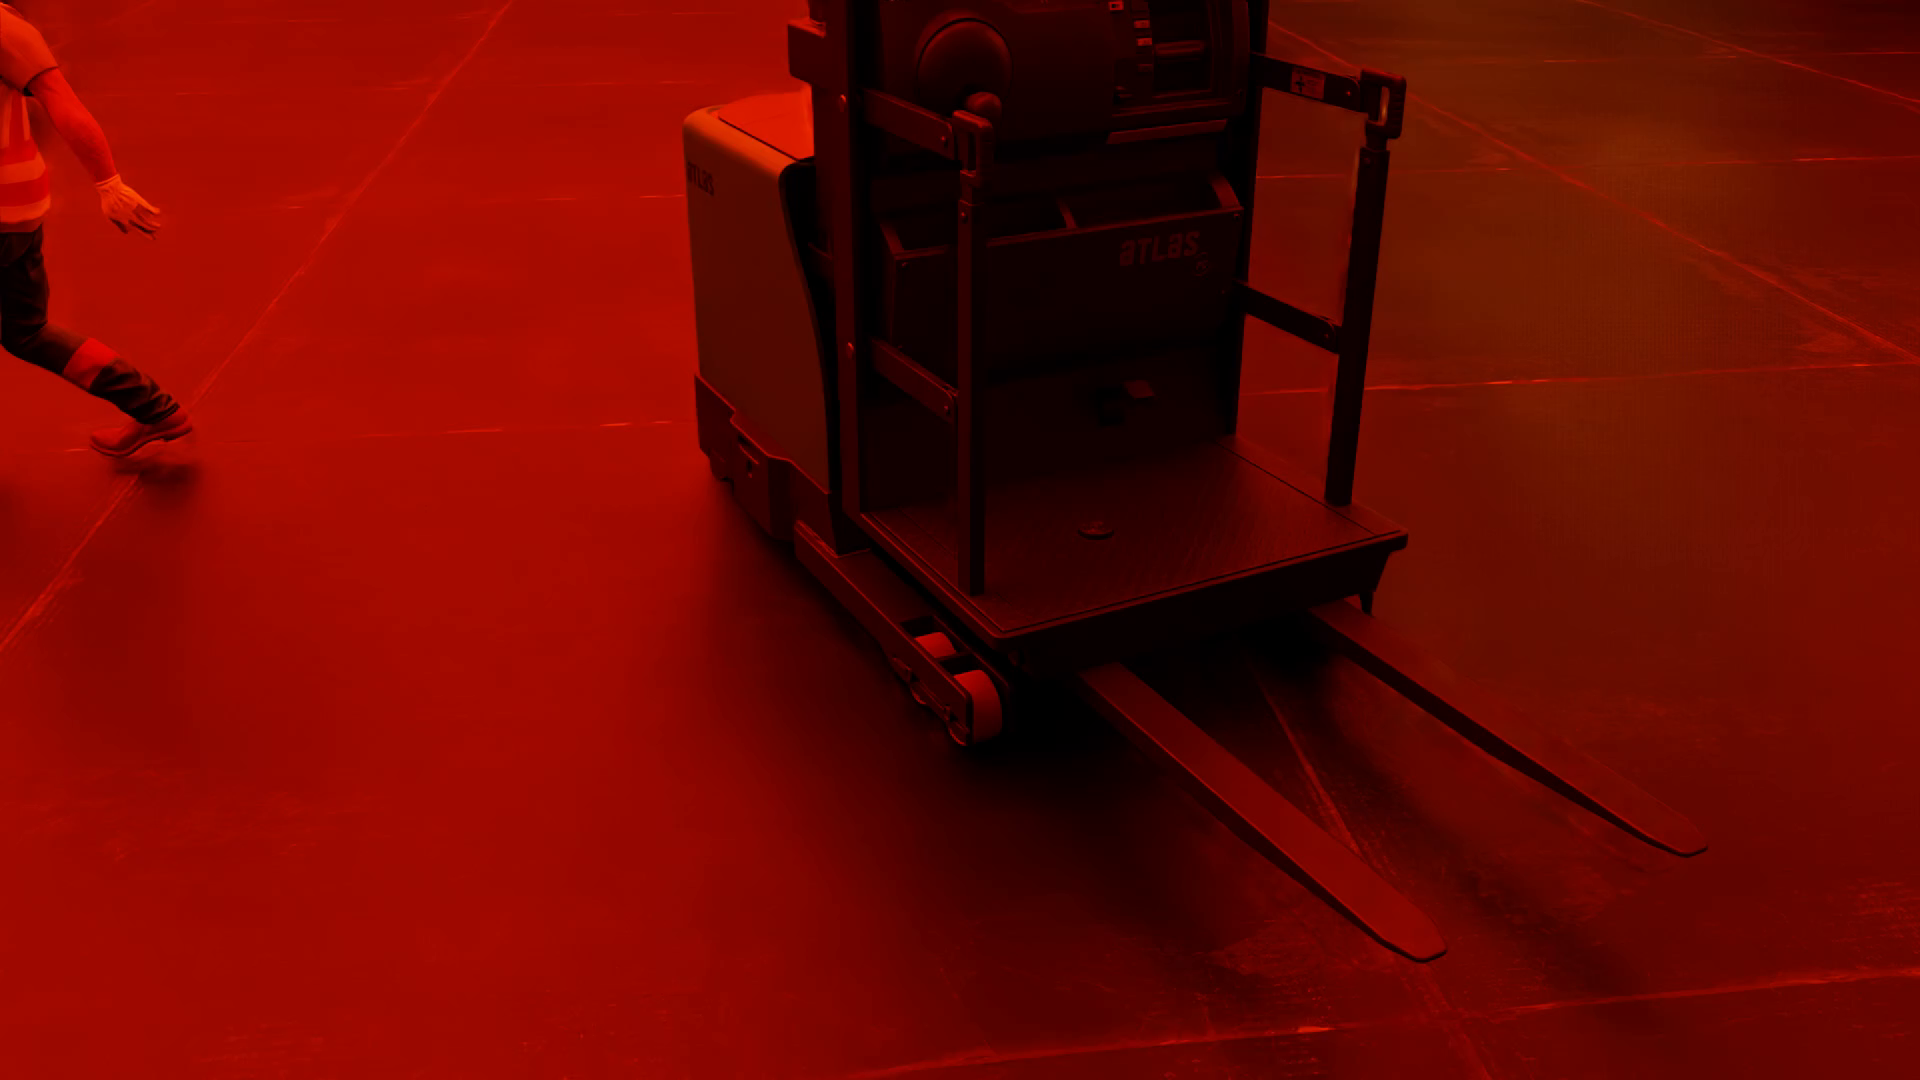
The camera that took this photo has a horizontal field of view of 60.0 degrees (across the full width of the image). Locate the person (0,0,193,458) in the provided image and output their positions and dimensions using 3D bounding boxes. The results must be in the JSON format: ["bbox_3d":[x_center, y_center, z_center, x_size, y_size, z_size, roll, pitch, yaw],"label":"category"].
[{"bbox_3d":[-2.721,-0.940,4.640,0.933,1.698,0.569,-9,27,-17],"label":"person"}]

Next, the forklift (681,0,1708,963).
[{"bbox_3d":[0.338,-1.089,3.490,1.130,2.935,3.031,-13,29,-25],"label":"forklift"}]
